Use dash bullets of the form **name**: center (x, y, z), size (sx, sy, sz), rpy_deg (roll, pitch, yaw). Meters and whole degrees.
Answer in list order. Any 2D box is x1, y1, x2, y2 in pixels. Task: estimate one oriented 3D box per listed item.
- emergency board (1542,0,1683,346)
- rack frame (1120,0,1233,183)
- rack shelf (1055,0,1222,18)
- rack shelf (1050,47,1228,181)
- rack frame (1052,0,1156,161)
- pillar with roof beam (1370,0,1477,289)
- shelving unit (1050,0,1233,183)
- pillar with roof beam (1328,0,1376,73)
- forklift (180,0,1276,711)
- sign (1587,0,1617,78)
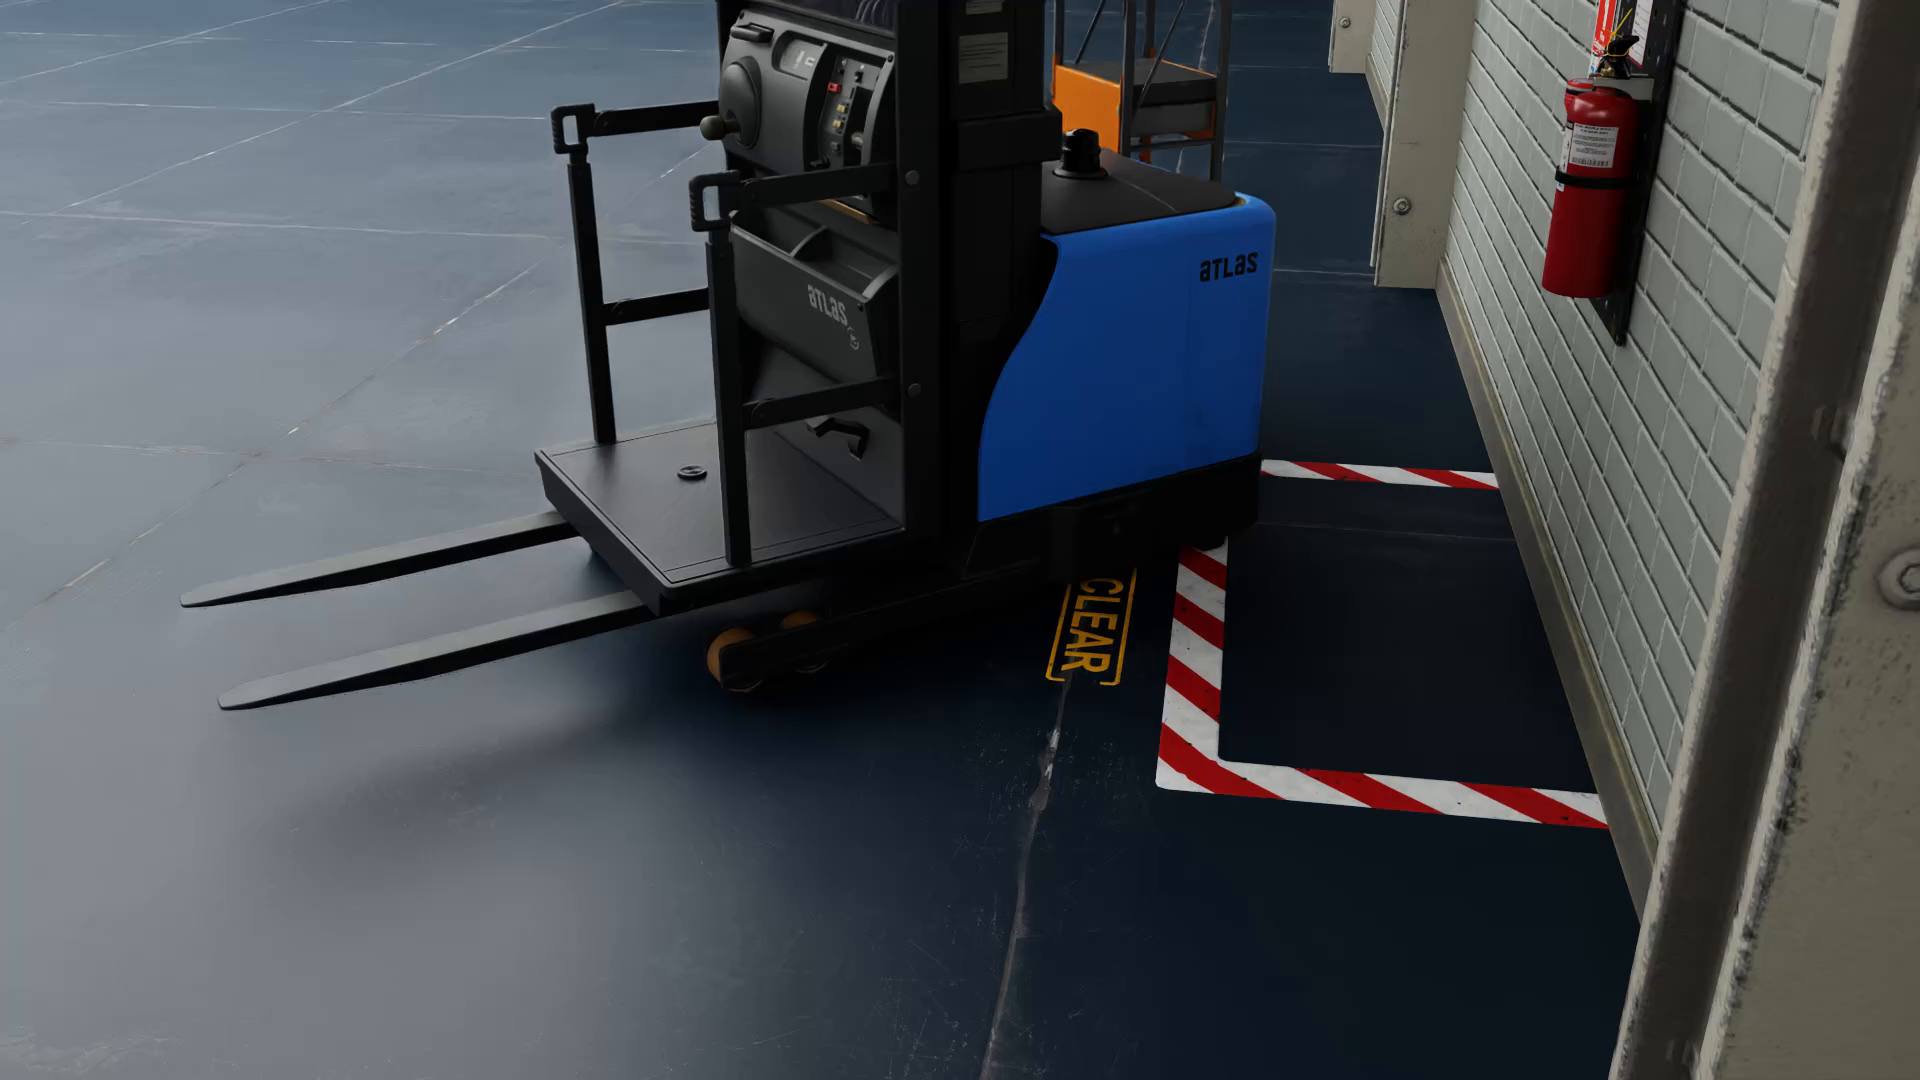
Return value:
- **emergency board**: center (1.591, -1.142, 4.152), size (0.194, 1.169, 0.643), rpy_deg (4, 25, 9)
- **rack frame**: center (0.716, -1.329, 5.612), size (0.400, 2.100, 0.015), rpy_deg (-11, 27, -22)
- **rack shelf**: center (0.614, -2.044, 5.522), size (0.431, 0.518, 0.480), rpy_deg (-11, 27, -22)
- **rack shelf**: center (0.614, -1.410, 5.819), size (0.431, 0.518, 0.480), rpy_deg (-11, 27, -22)
- **rack frame**: center (0.511, -1.517, 6.013), size (0.400, 2.100, 0.015), rpy_deg (-11, 27, -22)
- **pillar with roof beam**: center (-2.117, -5.636, 6.676), size (9.100, 9.000, 0.400), rpy_deg (4, 25, 9)
- **shelving unit**: center (0.614, -1.423, 5.813), size (0.431, 2.100, 0.503), rpy_deg (-11, 27, -22)
- **pillar with roof beam**: center (-1.137, -8.145, 12.037), size (9.100, 9.000, 0.400), rpy_deg (4, 25, 9)
- **forklift**: center (-0.595, -1.182, 4.318), size (3.031, 2.935, 1.130), rpy_deg (-14, 29, -28)
- **sign**: center (1.783, -1.382, 4.623), size (0.001, 0.329, 0.234), rpy_deg (4, 25, 9)
